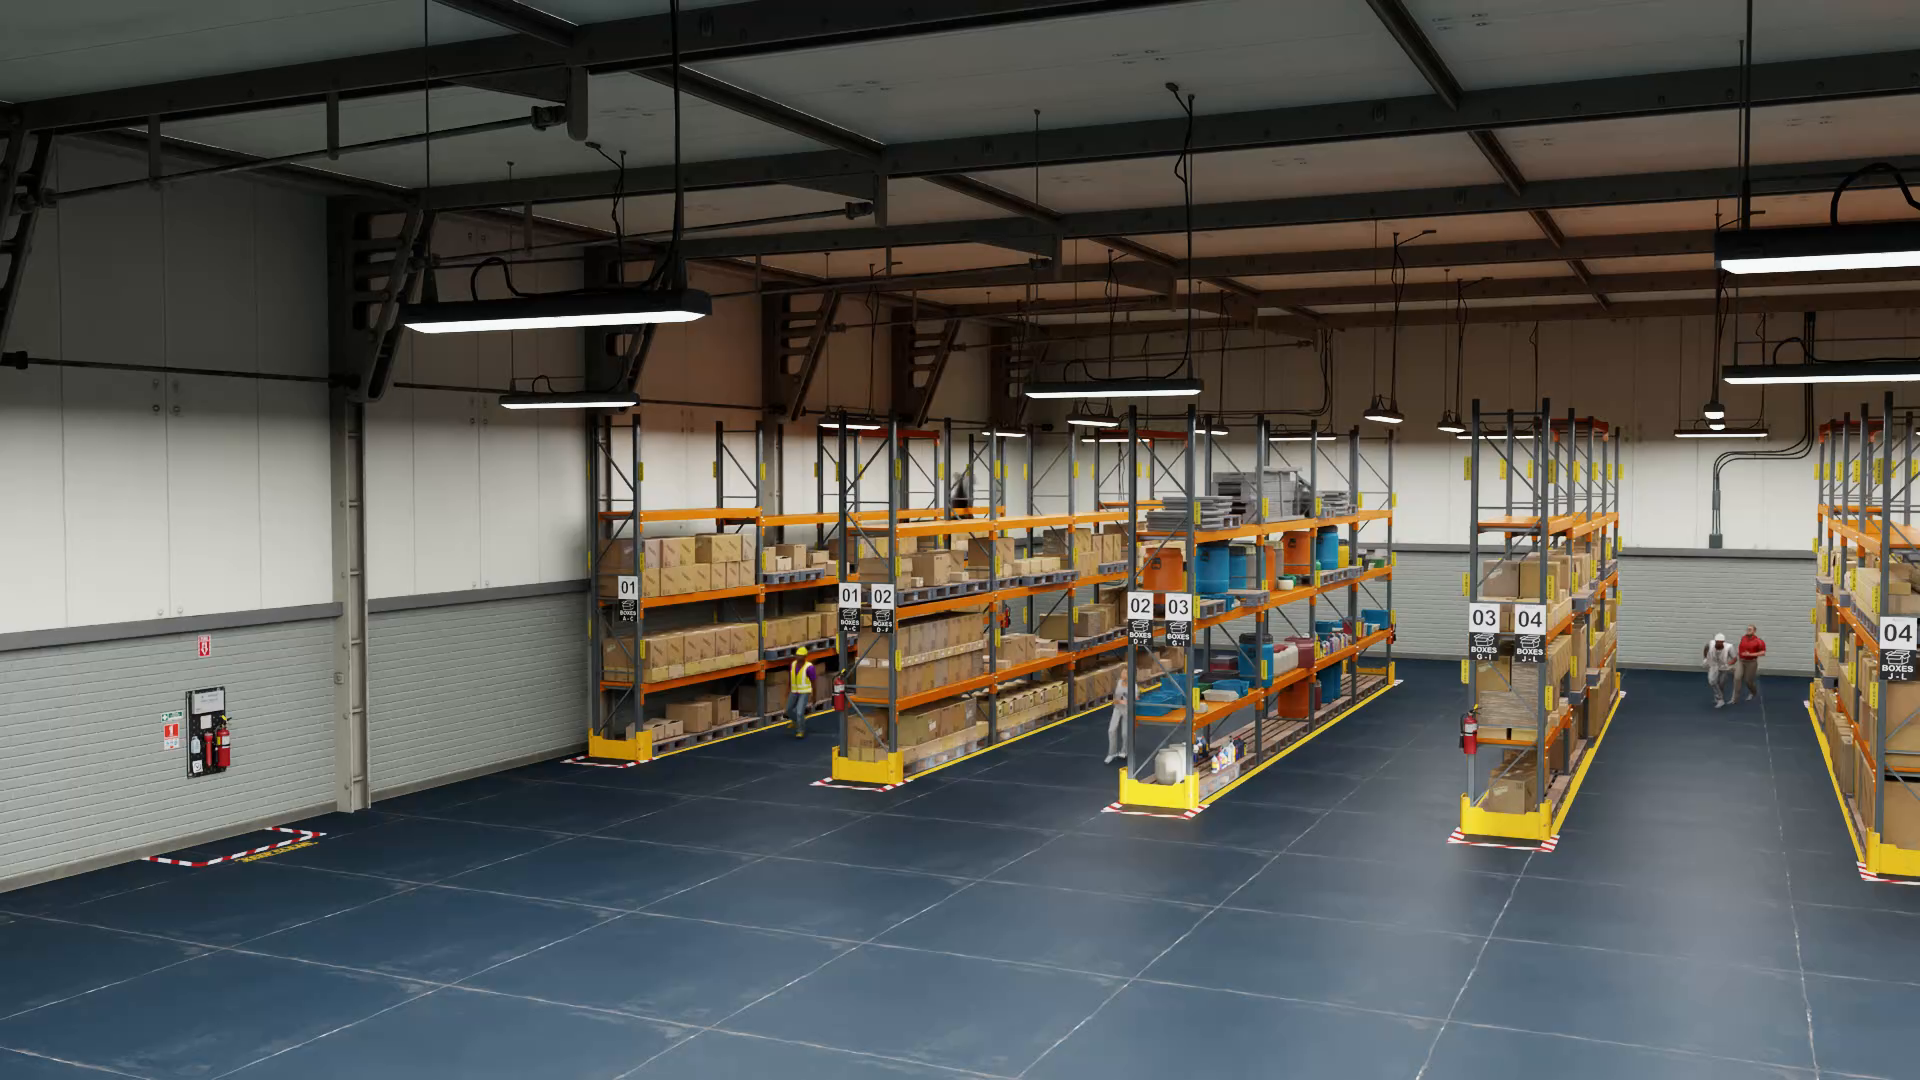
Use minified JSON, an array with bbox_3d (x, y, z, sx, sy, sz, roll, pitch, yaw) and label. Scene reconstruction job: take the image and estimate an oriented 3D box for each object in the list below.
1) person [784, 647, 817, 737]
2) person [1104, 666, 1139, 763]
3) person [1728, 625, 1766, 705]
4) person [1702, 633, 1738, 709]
[{"bbox_3d":[-3.019,2.852,31.357,0.833,1.703,0.601,1,3,30],"label":"person"},{"bbox_3d":[2.857,3.000,28.612,0.605,1.694,0.700,1,3,30],"label":"person"},{"bbox_3d":[17.018,2.697,35.799,0.885,1.730,0.692,-2,3,-33],"label":"person"},{"bbox_3d":[16.225,2.757,35.486,0.697,1.607,1.118,1,3,30],"label":"person"}]
